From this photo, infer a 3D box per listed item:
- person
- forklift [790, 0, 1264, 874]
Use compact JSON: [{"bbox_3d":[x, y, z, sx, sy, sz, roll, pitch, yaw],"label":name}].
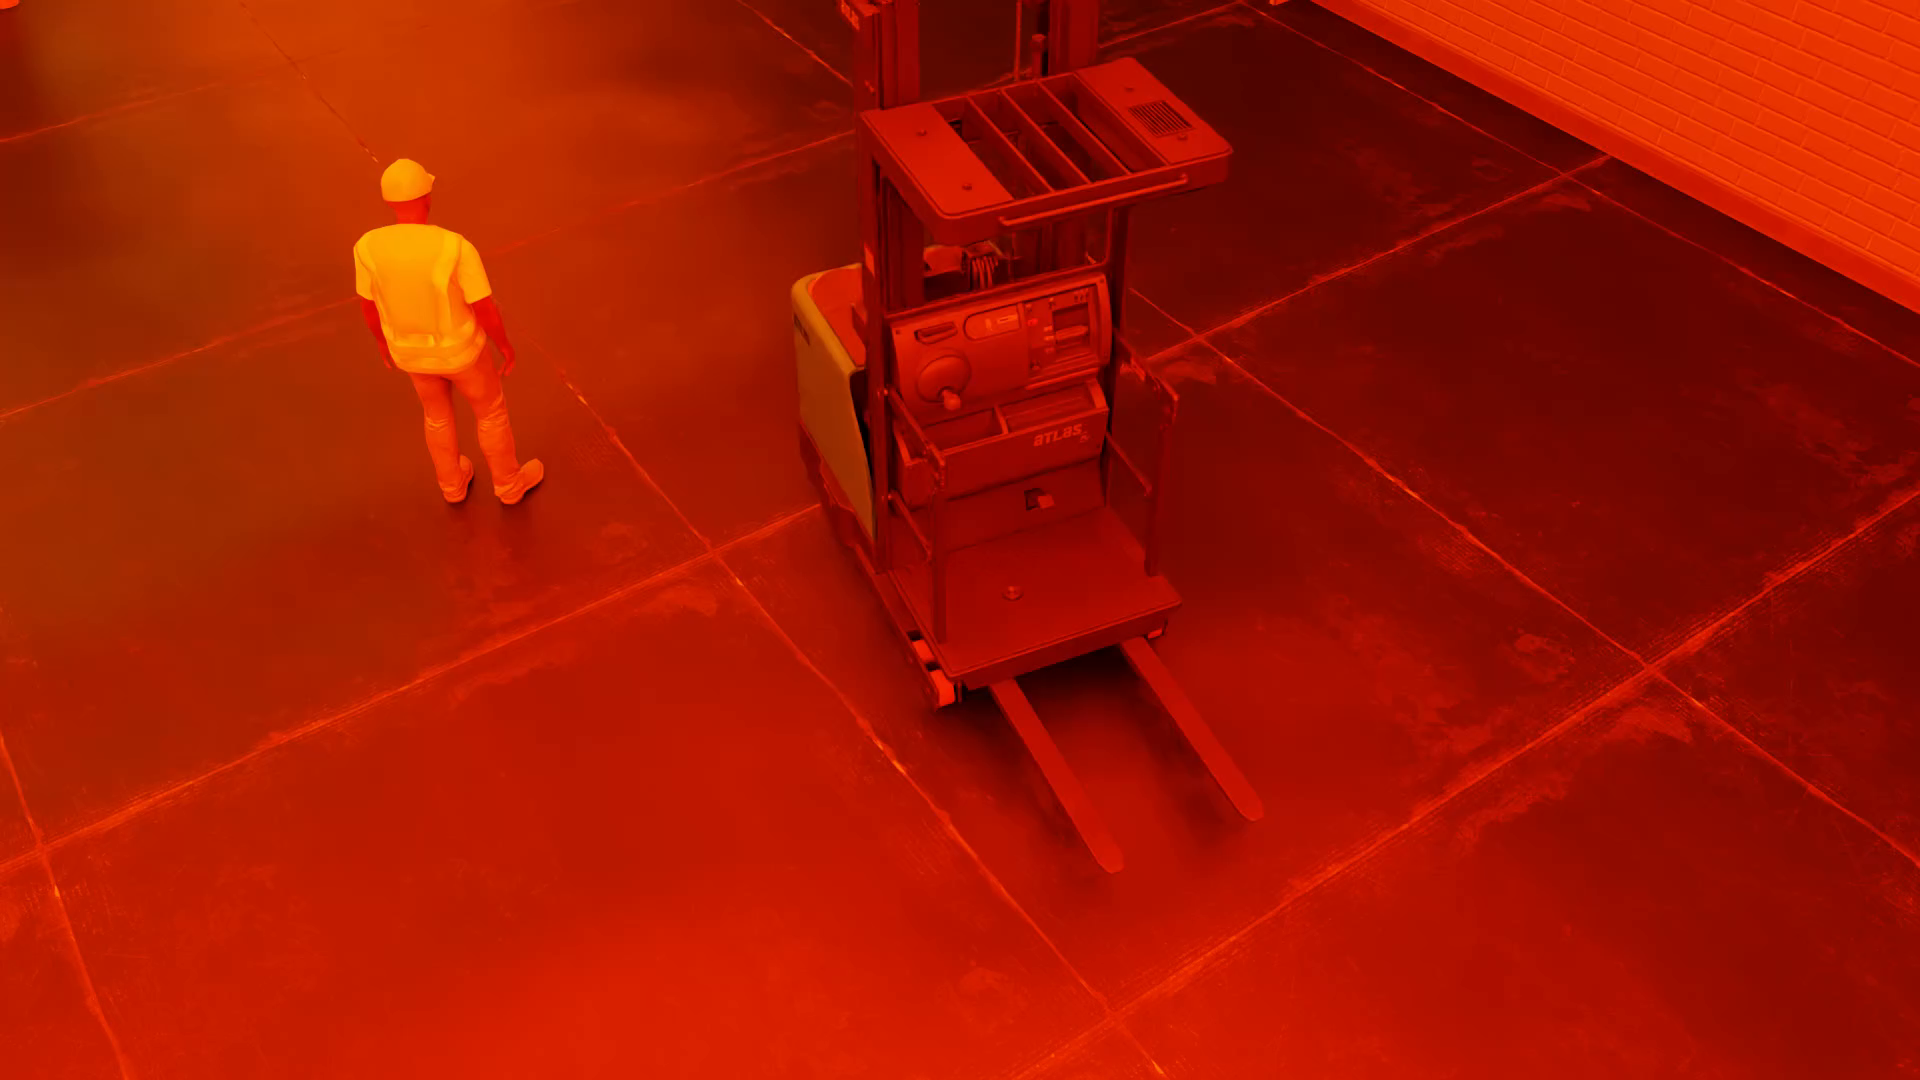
[{"bbox_3d":[-2.346,-0.902,7.562,0.627,1.759,0.463,4,43,4],"label":"person"},{"bbox_3d":[0.262,-0.700,6.475,1.130,2.935,3.031,-16,45,-17],"label":"forklift"}]
